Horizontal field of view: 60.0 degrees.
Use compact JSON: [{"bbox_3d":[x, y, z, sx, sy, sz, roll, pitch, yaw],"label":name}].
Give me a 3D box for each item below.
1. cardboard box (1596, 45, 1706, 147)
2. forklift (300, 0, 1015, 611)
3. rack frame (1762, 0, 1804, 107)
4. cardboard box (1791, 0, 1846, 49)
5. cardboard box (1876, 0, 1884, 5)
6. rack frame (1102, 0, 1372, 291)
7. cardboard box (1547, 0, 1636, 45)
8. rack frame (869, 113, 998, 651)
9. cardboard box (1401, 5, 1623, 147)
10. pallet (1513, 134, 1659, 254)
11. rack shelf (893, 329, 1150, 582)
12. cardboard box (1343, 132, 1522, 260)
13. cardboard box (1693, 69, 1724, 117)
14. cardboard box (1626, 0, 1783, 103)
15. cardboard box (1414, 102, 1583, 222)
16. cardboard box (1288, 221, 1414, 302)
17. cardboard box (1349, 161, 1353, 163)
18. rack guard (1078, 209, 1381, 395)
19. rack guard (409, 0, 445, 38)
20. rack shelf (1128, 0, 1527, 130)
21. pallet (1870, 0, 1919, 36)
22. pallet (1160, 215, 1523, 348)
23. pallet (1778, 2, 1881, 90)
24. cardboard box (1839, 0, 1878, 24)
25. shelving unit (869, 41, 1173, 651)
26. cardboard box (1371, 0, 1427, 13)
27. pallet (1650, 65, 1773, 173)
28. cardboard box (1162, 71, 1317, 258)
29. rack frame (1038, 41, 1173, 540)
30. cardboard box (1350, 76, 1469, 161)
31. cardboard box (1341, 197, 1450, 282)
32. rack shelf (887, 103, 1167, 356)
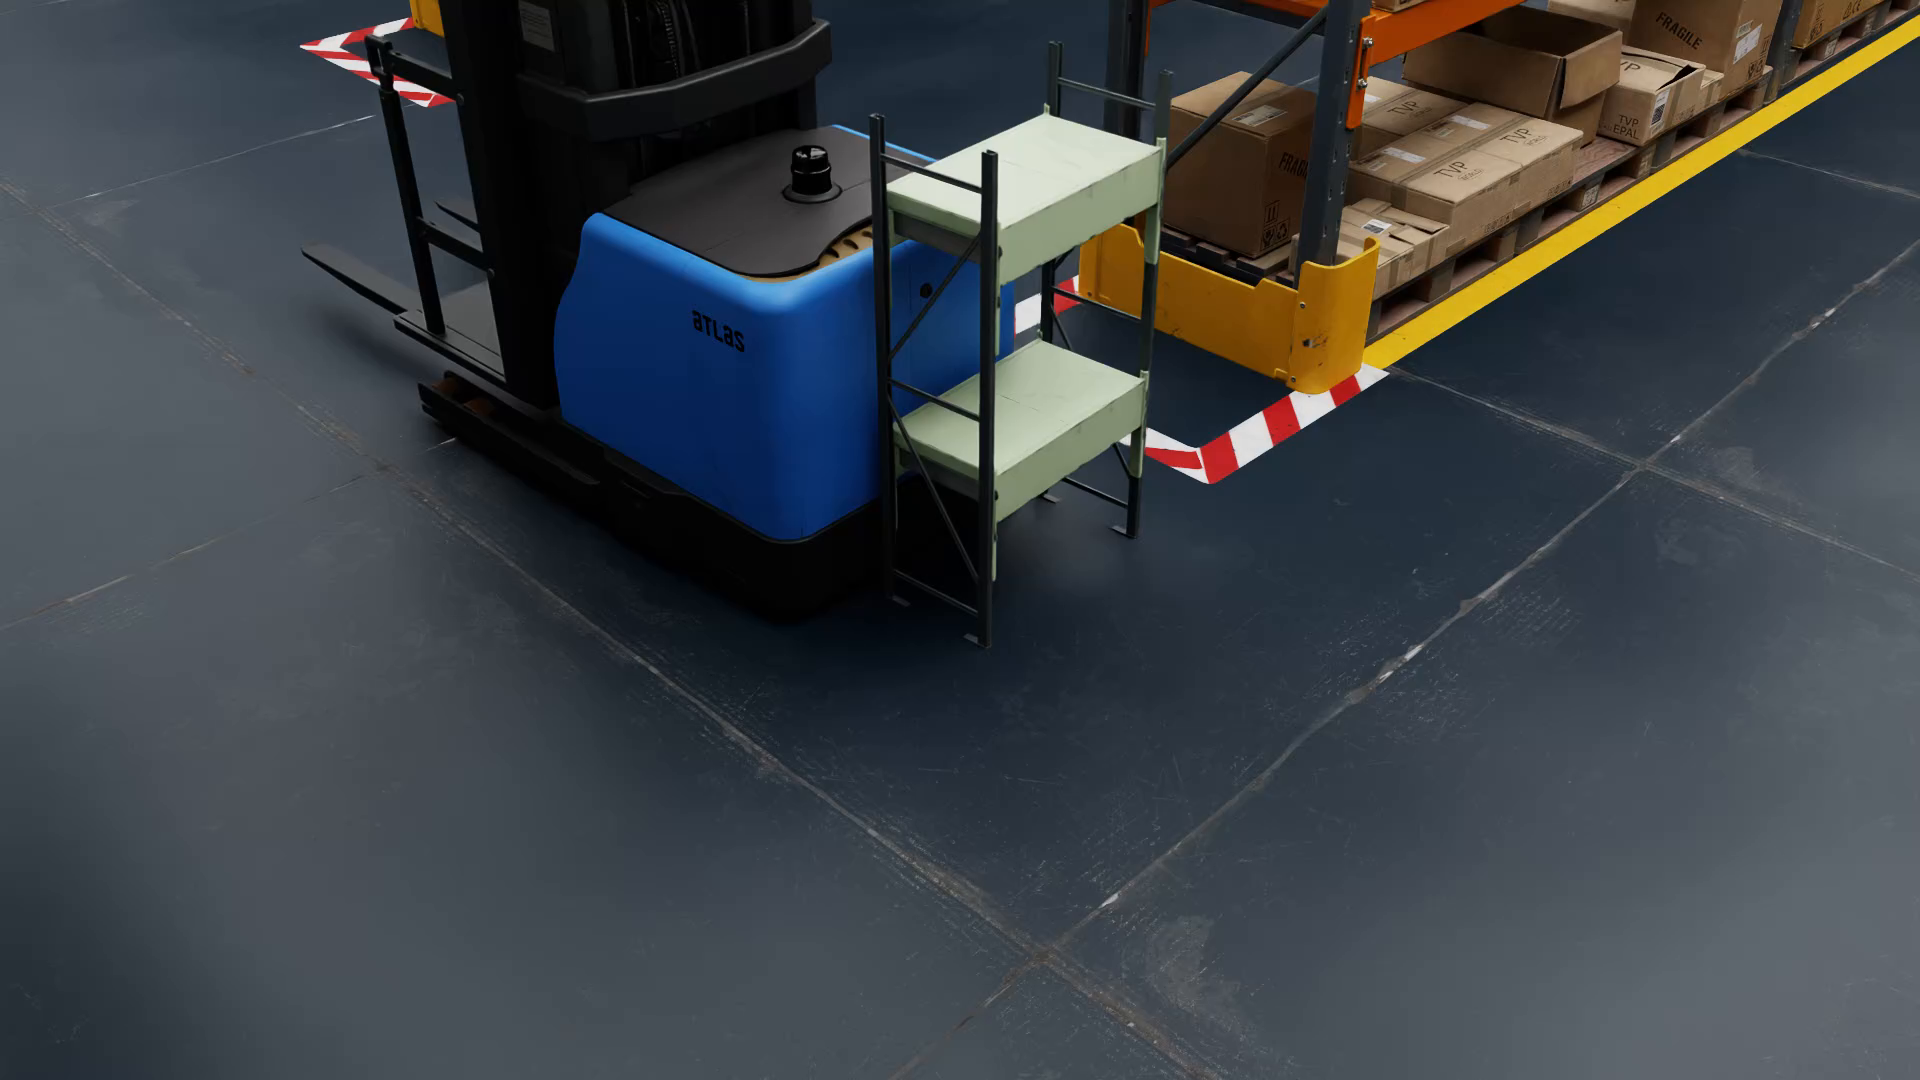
[{"bbox_3d":[3.017,-2.065,7.555,0.500,0.311,0.500,30,45,35],"label":"cardboard box"},{"bbox_3d":[-1.242,-1.719,5.153,3.031,2.935,1.130,28,43,34],"label":"forklift"},{"bbox_3d":[3.745,-3.637,7.843,1.000,3.000,0.127,30,45,35],"label":"rack frame"},{"bbox_3d":[4.259,-2.891,8.573,0.500,0.500,0.500,27,43,33],"label":"cardboard box"},{"bbox_3d":[4.984,-3.312,9.177,0.500,0.500,0.500,-29,44,-35],"label":"cardboard box"},{"bbox_3d":[0.927,-2.014,5.515,1.000,3.000,0.127,30,45,35],"label":"rack frame"},{"bbox_3d":[3.296,-2.632,8.367,0.500,0.311,0.500,30,45,35],"label":"cardboard box"},{"bbox_3d":[-0.068,-0.374,4.475,0.400,1.500,0.023,26,42,32],"label":"rack frame"},{"bbox_3d":[2.425,-2.029,7.335,0.797,0.503,0.637,30,45,35],"label":"cardboard box"},{"bbox_3d":[2.401,-1.717,7.528,1.003,0.211,1.213,30,45,35],"label":"pallet"},{"bbox_3d":[0.169,-0.266,4.890,0.431,0.370,0.720,26,42,32],"label":"rack shelf"},{"bbox_3d":[1.864,-1.376,6.619,0.500,0.250,0.500,30,45,35],"label":"cardboard box"},{"bbox_3d":[3.324,-2.126,7.785,0.380,0.149,0.250,30,45,35],"label":"cardboard box"},{"bbox_3d":[3.545,-2.447,7.937,0.500,0.500,0.500,30,45,35],"label":"cardboard box"},{"bbox_3d":[2.216,-1.579,6.910,0.500,0.250,0.500,30,45,35],"label":"cardboard box"},{"bbox_3d":[1.466,-1.056,6.250,0.380,0.149,0.250,30,45,35],"label":"cardboard box"},{"bbox_3d":[1.485,-1.480,6.842,0.380,0.166,0.250,30,45,35],"label":"cardboard box"},{"bbox_3d":[0.981,-1.019,6.274,1.175,0.500,0.348,30,45,35],"label":"rack guard"},{"bbox_3d":[-2.593,-2.971,9.073,1.175,0.500,0.348,30,45,35],"label":"rack guard"},{"bbox_3d":[2.336,-2.530,6.885,1.077,0.370,4.000,30,45,35],"label":"rack shelf"},{"bbox_3d":[5.151,-3.337,9.850,1.003,0.211,1.213,30,45,35],"label":"pallet"},{"bbox_3d":[1.542,-1.225,6.822,1.003,0.211,1.213,30,45,35],"label":"pallet"},{"bbox_3d":[4.292,-2.839,9.136,1.003,0.211,1.213,30,45,35],"label":"pallet"},{"bbox_3d":[4.627,-3.112,8.890,0.500,0.500,0.500,-29,44,-35],"label":"cardboard box"},{"bbox_3d":[0.169,-0.533,4.704,0.431,1.500,0.755,26,42,32],"label":"shelving unit"},{"bbox_3d":[1.427,-2.129,5.592,0.500,0.500,0.500,-29,44,-35],"label":"cardboard box"},{"bbox_3d":[3.261,-2.215,8.242,1.003,0.211,1.213,30,45,35],"label":"pallet"},{"bbox_3d":[1.135,-1.489,6.563,0.500,0.500,0.500,30,45,35],"label":"cardboard box"},{"bbox_3d":[0.406,-0.693,4.933,0.400,1.500,0.023,26,42,32],"label":"rack frame"},{"bbox_3d":[1.826,-1.760,7.170,0.500,0.250,0.500,30,45,35],"label":"cardboard box"},{"bbox_3d":[1.642,-1.165,6.390,0.380,0.166,0.250,30,45,35],"label":"cardboard box"},{"bbox_3d":[0.169,-0.854,4.481,0.431,0.370,0.720,26,42,32],"label":"rack shelf"}]
